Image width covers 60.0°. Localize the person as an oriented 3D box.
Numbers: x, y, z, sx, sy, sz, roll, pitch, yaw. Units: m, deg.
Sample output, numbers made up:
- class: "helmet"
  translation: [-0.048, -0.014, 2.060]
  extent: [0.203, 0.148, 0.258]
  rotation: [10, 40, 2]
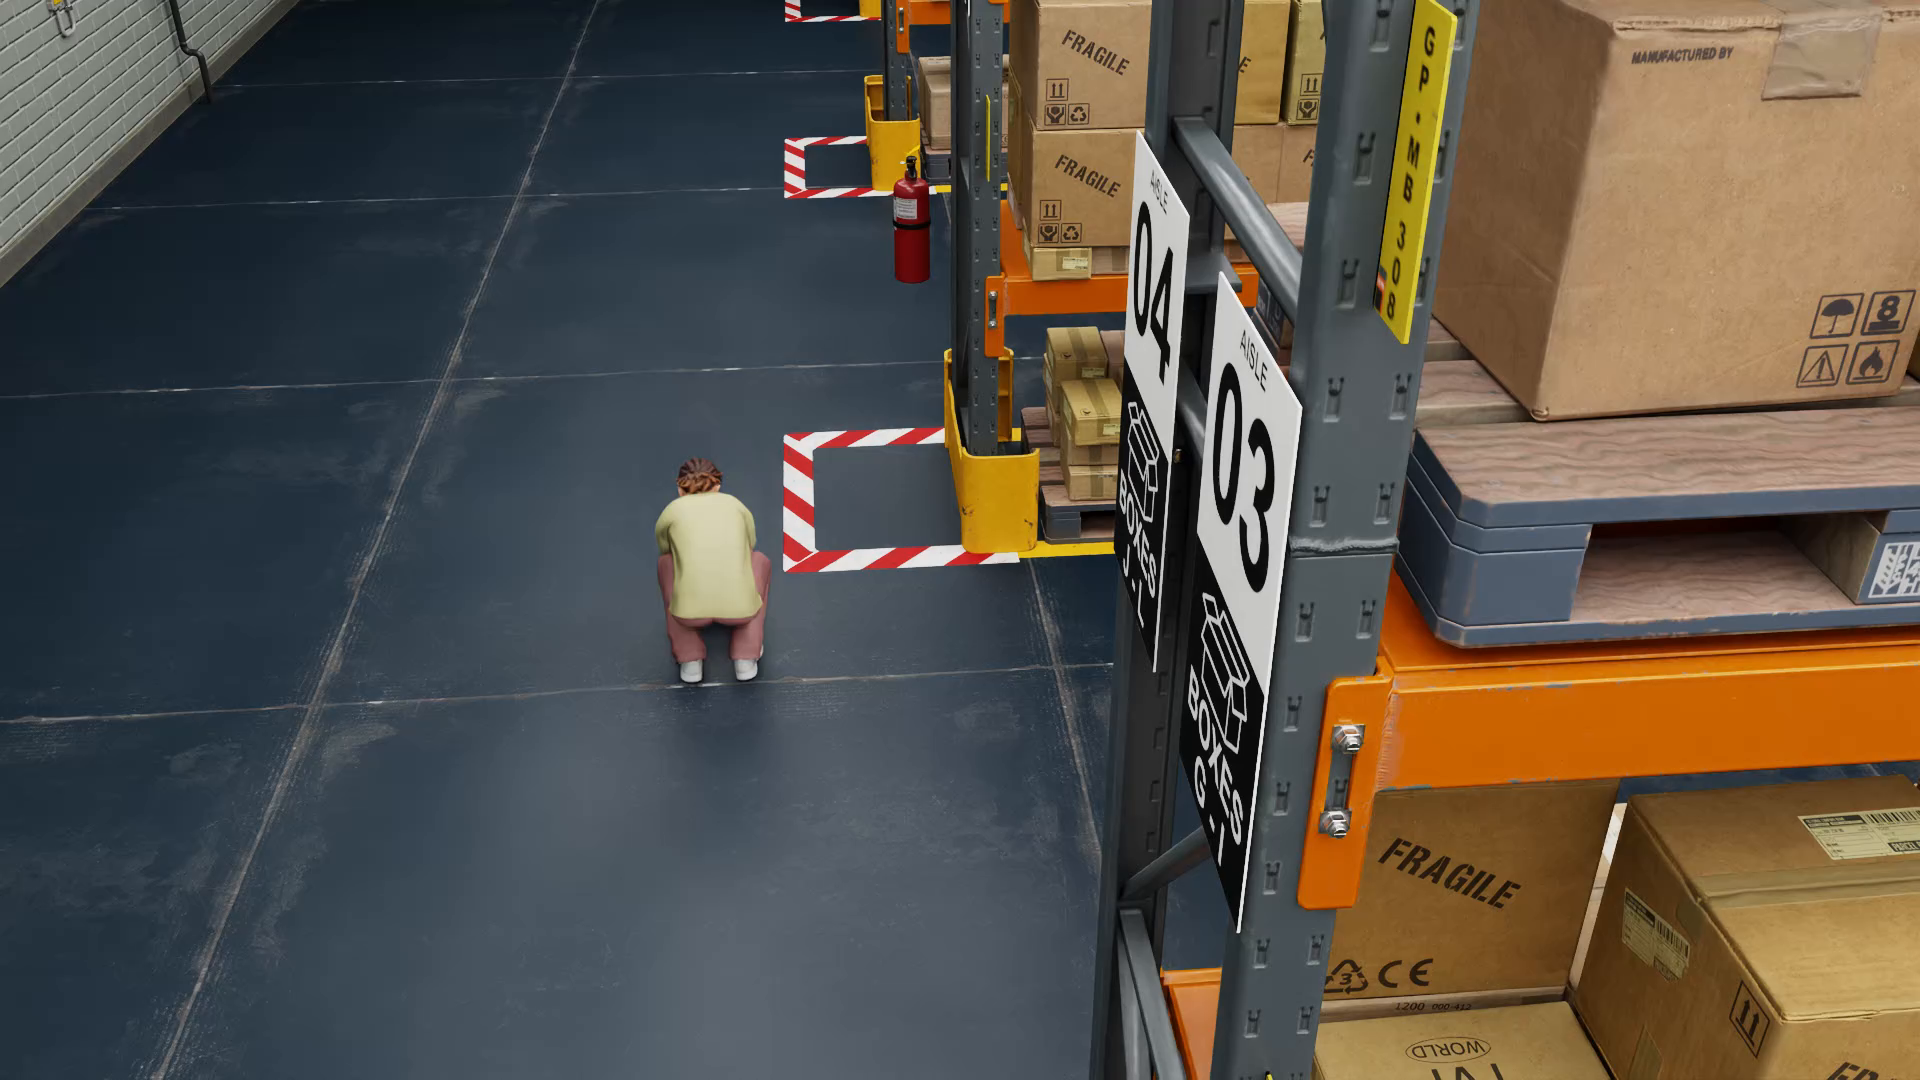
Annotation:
- class: "person"
  translation: [-1.022, 0.147, 6.891]
  extent: [0.476, 0.784, 0.862]
  rotation: [-3, 31, -5]
